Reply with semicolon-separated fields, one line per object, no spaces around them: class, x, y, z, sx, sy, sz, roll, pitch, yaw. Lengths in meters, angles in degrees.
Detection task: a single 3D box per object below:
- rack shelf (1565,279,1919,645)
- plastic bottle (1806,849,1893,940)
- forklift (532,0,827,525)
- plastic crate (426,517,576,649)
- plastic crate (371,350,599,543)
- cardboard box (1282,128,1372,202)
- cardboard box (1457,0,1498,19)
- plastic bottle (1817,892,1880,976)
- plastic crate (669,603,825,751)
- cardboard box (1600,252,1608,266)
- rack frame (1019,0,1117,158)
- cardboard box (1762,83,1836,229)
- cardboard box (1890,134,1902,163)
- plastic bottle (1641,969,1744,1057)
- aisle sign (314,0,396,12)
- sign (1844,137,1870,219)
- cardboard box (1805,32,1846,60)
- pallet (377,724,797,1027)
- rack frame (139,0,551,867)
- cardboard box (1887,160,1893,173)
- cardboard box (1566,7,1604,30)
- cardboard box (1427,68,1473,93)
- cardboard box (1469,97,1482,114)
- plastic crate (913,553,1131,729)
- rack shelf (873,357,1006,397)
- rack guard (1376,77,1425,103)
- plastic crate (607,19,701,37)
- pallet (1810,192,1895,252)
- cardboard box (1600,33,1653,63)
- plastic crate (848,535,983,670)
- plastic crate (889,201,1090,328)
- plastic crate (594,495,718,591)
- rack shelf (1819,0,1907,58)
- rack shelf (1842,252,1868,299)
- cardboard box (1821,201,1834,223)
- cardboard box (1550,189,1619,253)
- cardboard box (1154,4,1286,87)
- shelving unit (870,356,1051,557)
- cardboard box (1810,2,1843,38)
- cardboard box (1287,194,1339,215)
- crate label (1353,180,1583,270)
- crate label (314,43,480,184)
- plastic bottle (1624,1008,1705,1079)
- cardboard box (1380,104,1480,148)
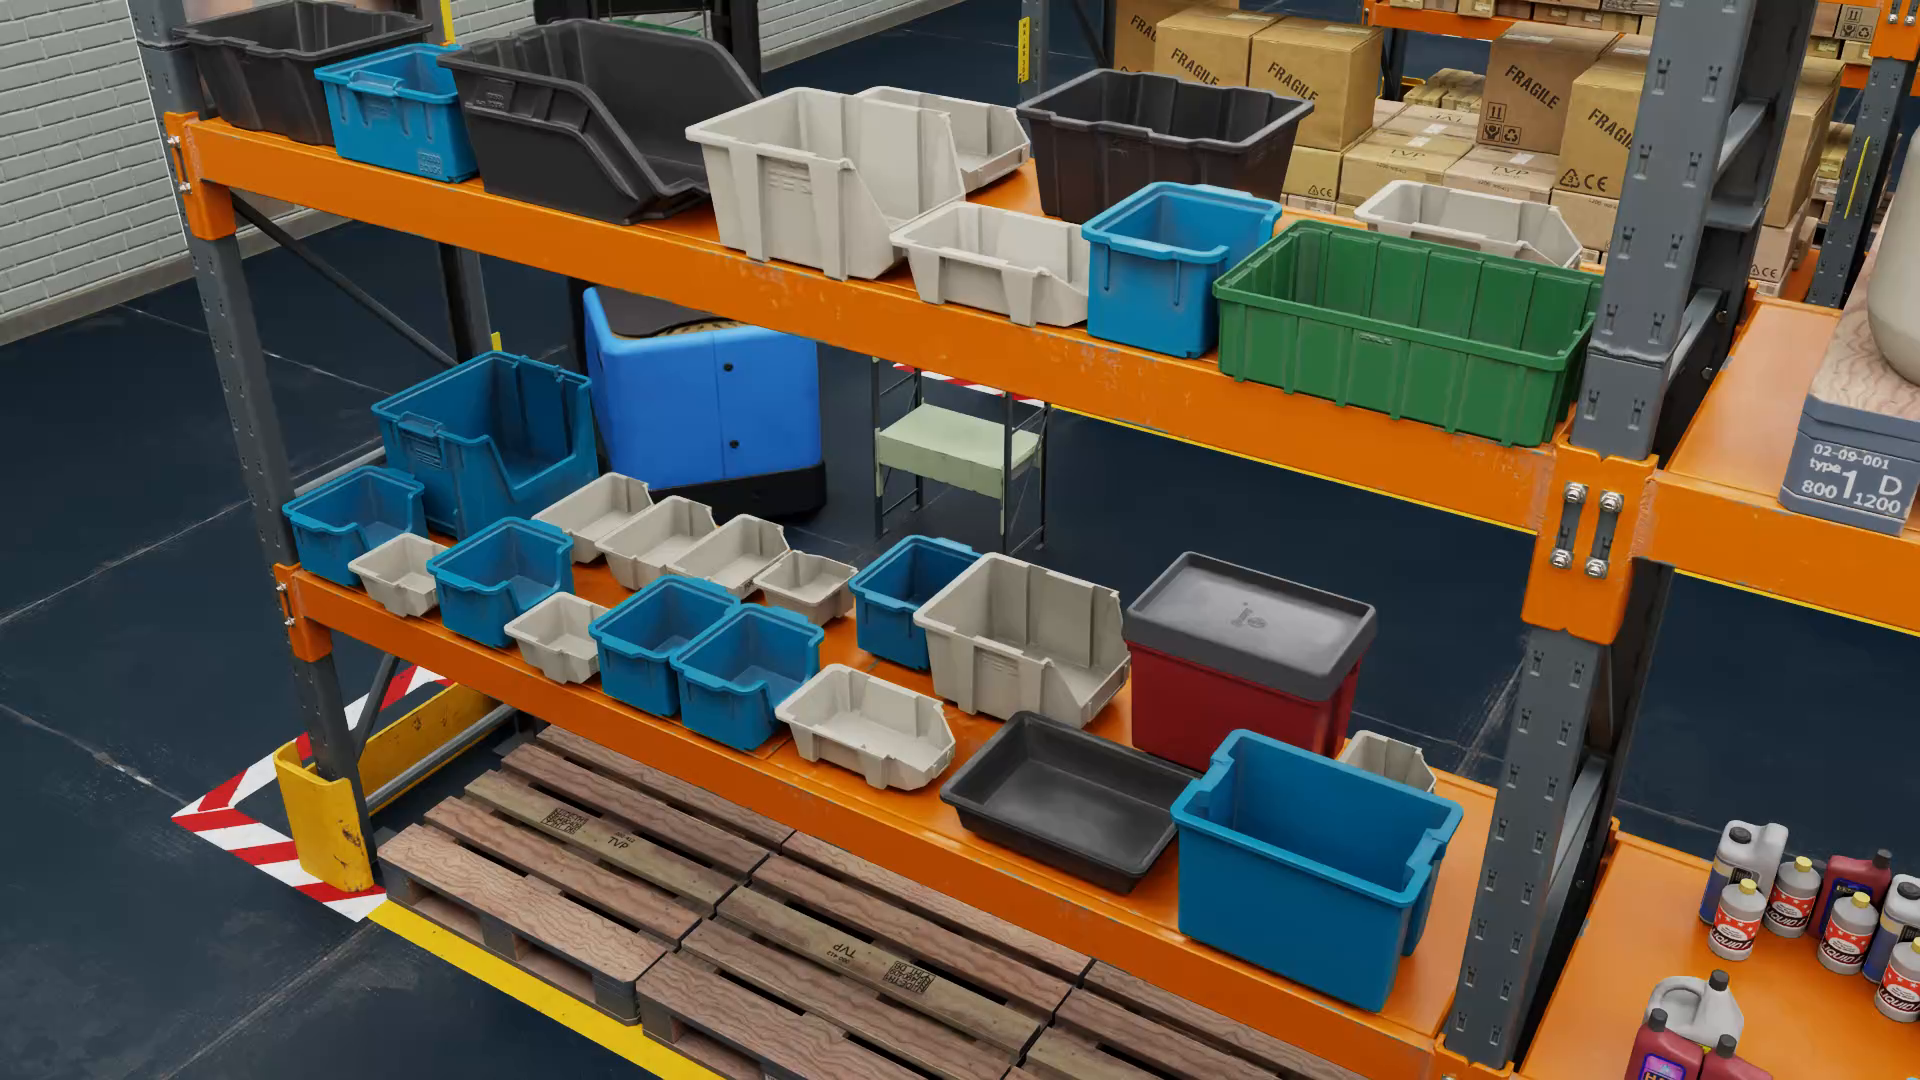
rack shelf;3.085;0.330;2.444;4.000;0.370;1.077;18;35;27
plastic bottle;2.117;0.840;3.949;0.133;0.283;0.061;18;35;27
forklift;-1.616;-2.014;8.794;1.130;2.935;3.031;-9;32;-16
plastic crate;-1.405;0.137;5.145;0.300;0.233;0.416;18;35;27
plastic crate;-1.614;-0.323;5.733;0.499;0.435;0.616;18;35;27
cardboard box;1.767;-1.953;8.475;0.500;0.250;0.500;16;34;26
cardboard box;3.896;-4.015;12.405;0.250;0.149;0.380;17;34;26
plastic bottle;2.090;0.914;3.904;0.097;0.201;0.097;0;30;0
plastic crate;-0.593;0.394;4.705;0.300;0.233;0.416;18;35;27
cardboard box;3.156;-1.306;7.761;0.250;0.149;0.380;17;34;27
rack frame;0.636;-2.406;9.398;0.127;3.000;1.000;18;35;27
cardboard box;3.493;-1.731;7.350;0.500;0.500;0.500;19;35;29
cardboard box;6.565;-2.812;11.915;0.250;0.149;0.380;19;35;29
plastic bottle;1.551;1.044;3.532;0.185;0.351;0.144;18;35;27
aisle sign;-1.902;-1.559;5.366;0.004;0.787;0.394;18;35;27
sign;3.730;-1.505;6.916;0.005;0.325;0.100;18;35;27
cardboard box;5.910;-3.412;11.371;0.250;0.149;0.380;19;35;29
pallet;-1.319;1.150;6.070;1.213;0.211;1.003;18;35;27
rack frame;-1.997;-0.292;5.774;0.127;3.000;1.000;18;35;27
cardboard box;6.610;-2.737;12.081;0.250;0.149;0.380;19;35;30
cardboard box;4.599;-3.843;12.110;0.250;0.149;0.380;17;34;26
cardboard box;3.942;-3.669;13.385;0.250;0.149;0.380;18;35;28
cardboard box;4.065;-3.273;12.705;0.250;0.149;0.380;17;35;27
plastic crate;0.196;0.317;4.788;0.530;0.282;0.437;18;35;27
rack shelf;0.006;-0.983;7.672;0.720;0.370;0.431;18;35;27
rack guard;3.423;-3.396;13.575;0.348;0.500;1.175;18;35;27
plastic crate;-1.010;-1.354;4.828;0.336;0.188;0.450;18;35;27
pallet;6.159;-2.385;12.128;1.213;0.211;1.003;18;35;27
cardboard box;3.341;-2.095;7.973;0.500;0.500;0.500;18;35;27
plastic crate;-0.121;0.195;5.046;0.300;0.233;0.416;18;35;27
plastic crate;0.111;-0.581;3.554;0.466;0.136;0.293;18;35;27
plastic crate;-0.972;0.021;5.440;0.243;0.136;0.396;18;35;27
rack shelf;2.330;-2.855;7.905;4.000;0.370;1.077;18;35;27
rack shelf;5.718;-0.488;6.824;4.000;0.370;1.077;18;35;27
cardboard box;6.233;-2.334;11.686;0.250;0.149;0.380;18;35;28
cardboard box;3.071;-1.542;7.770;0.500;0.250;0.500;19;35;29
cardboard box;1.323;-2.416;8.524;0.500;0.500;0.500;17;34;26
shelving unit;0.006;-0.646;7.869;0.755;1.500;0.431;18;35;27
cardboard box;5.748;-3.745;11.298;0.500;0.500;0.500;17;34;26
cardboard box;1.852;-1.718;8.468;0.250;0.149;0.380;17;34;27
crate label;1.130;-0.657;3.684;0.466;0.136;0.293;18;35;27
crate label;-1.387;-1.139;4.396;0.502;0.251;0.408;18;35;27
plastic bottle;1.475;1.110;3.486;0.133;0.283;0.061;18;35;27
cardboard box;2.492;-2.043;8.629;0.500;0.250;0.500;18;35;27
